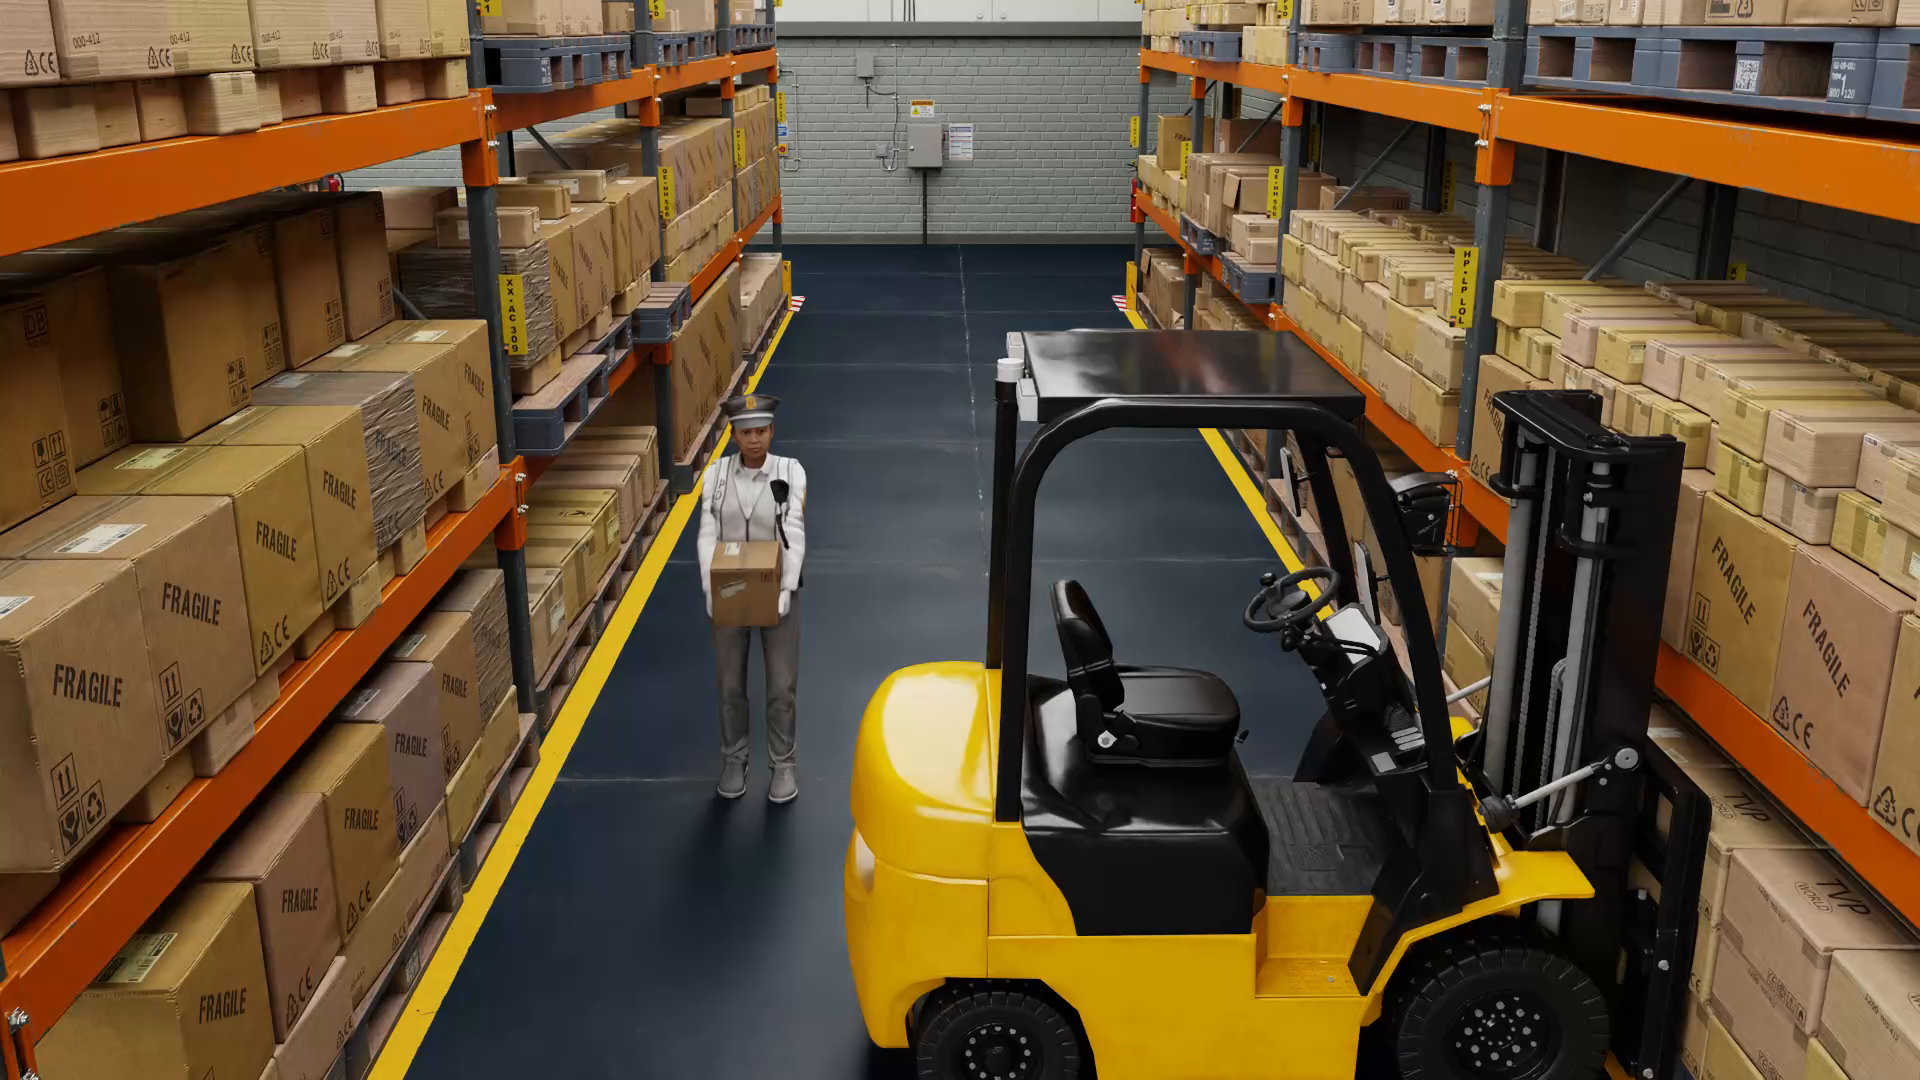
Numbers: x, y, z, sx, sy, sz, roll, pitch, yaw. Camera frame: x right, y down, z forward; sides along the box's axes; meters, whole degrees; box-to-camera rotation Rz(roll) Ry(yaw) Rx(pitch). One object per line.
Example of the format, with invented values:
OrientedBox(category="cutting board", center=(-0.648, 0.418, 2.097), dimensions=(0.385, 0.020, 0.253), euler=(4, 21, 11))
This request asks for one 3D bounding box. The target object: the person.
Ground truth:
OrientedBox(category="person", center=(-0.833, 0.247, 6.715), dimensions=(0.435, 1.691, 0.526), euler=(0, 17, -1))
